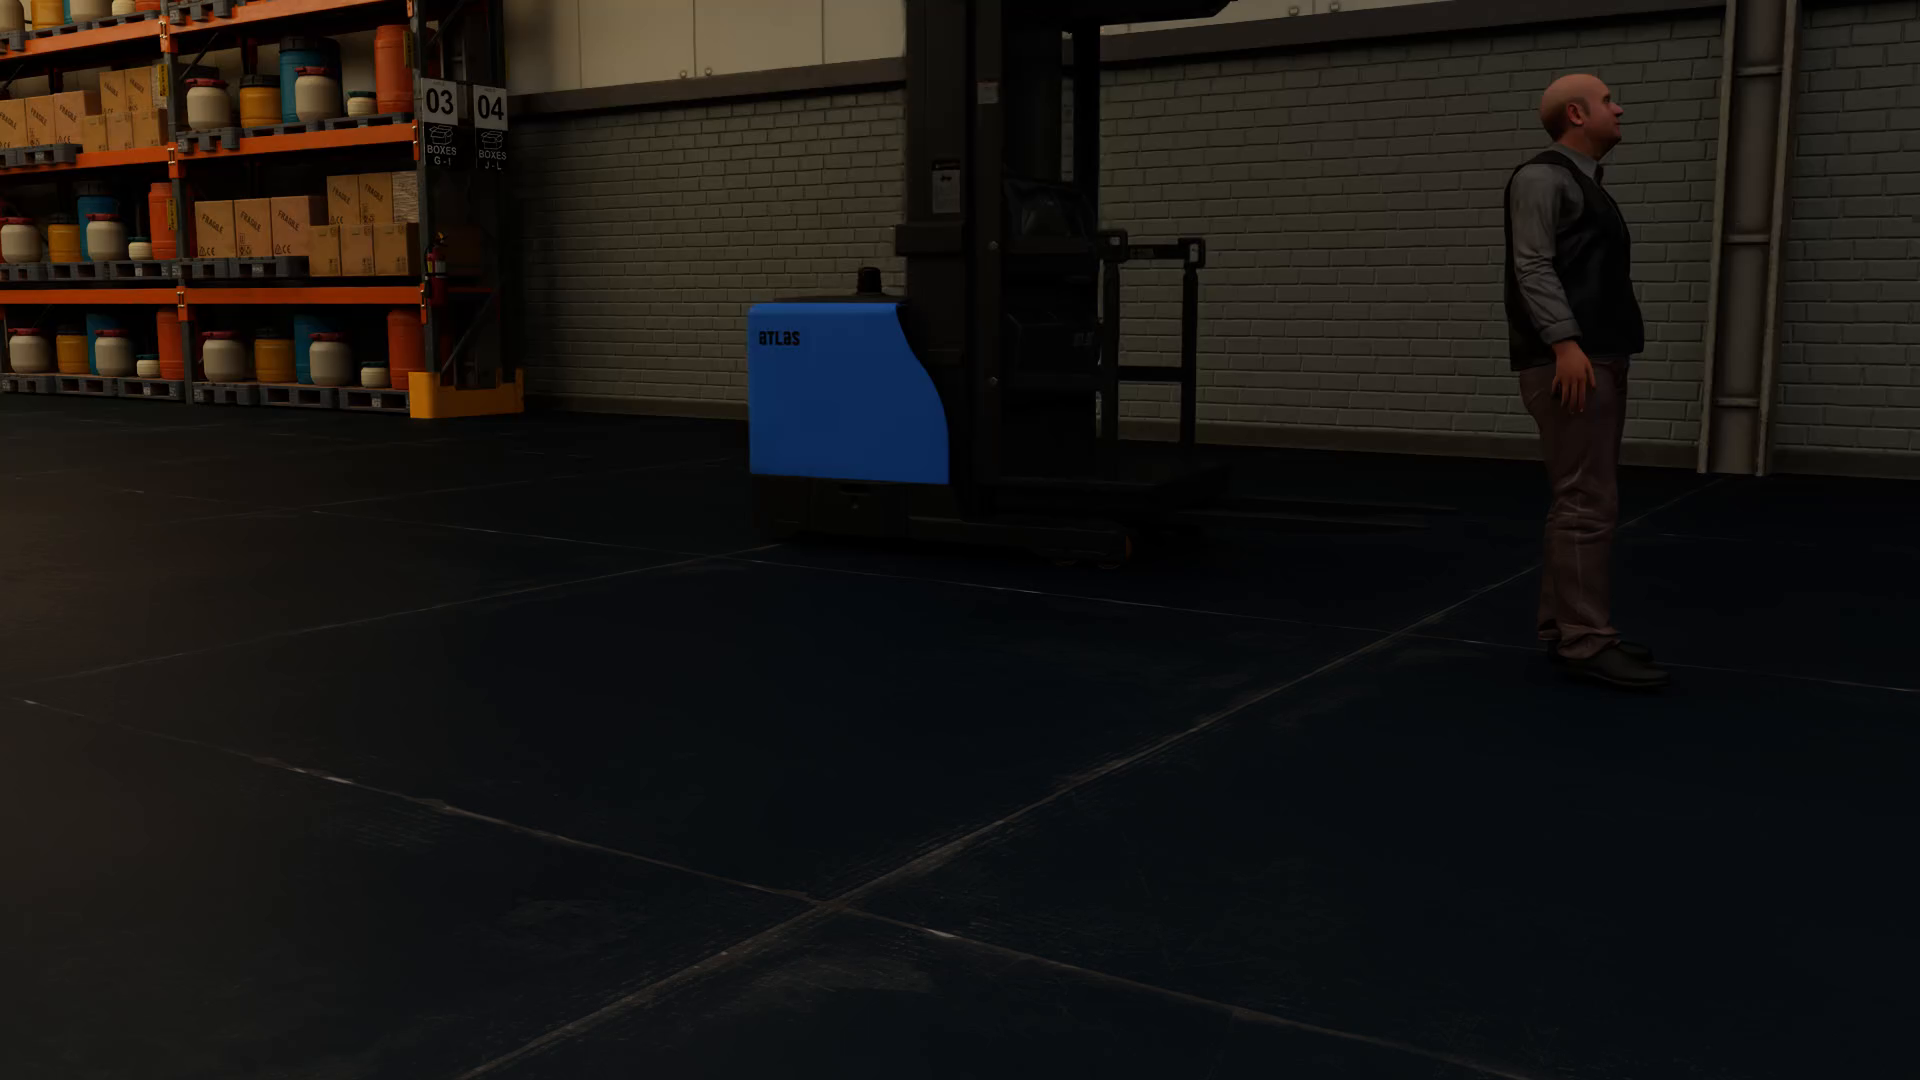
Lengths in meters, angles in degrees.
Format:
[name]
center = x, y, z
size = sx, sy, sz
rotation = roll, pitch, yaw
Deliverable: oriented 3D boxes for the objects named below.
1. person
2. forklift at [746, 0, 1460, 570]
[person]
center = 1.869, -0.483, 4.840
size = 0.567, 1.721, 0.629
rotation = 5, 10, 33
[forklift]
center = 0.583, -1.413, 7.133
size = 3.031, 2.935, 1.130
rotation = 4, 9, 26
